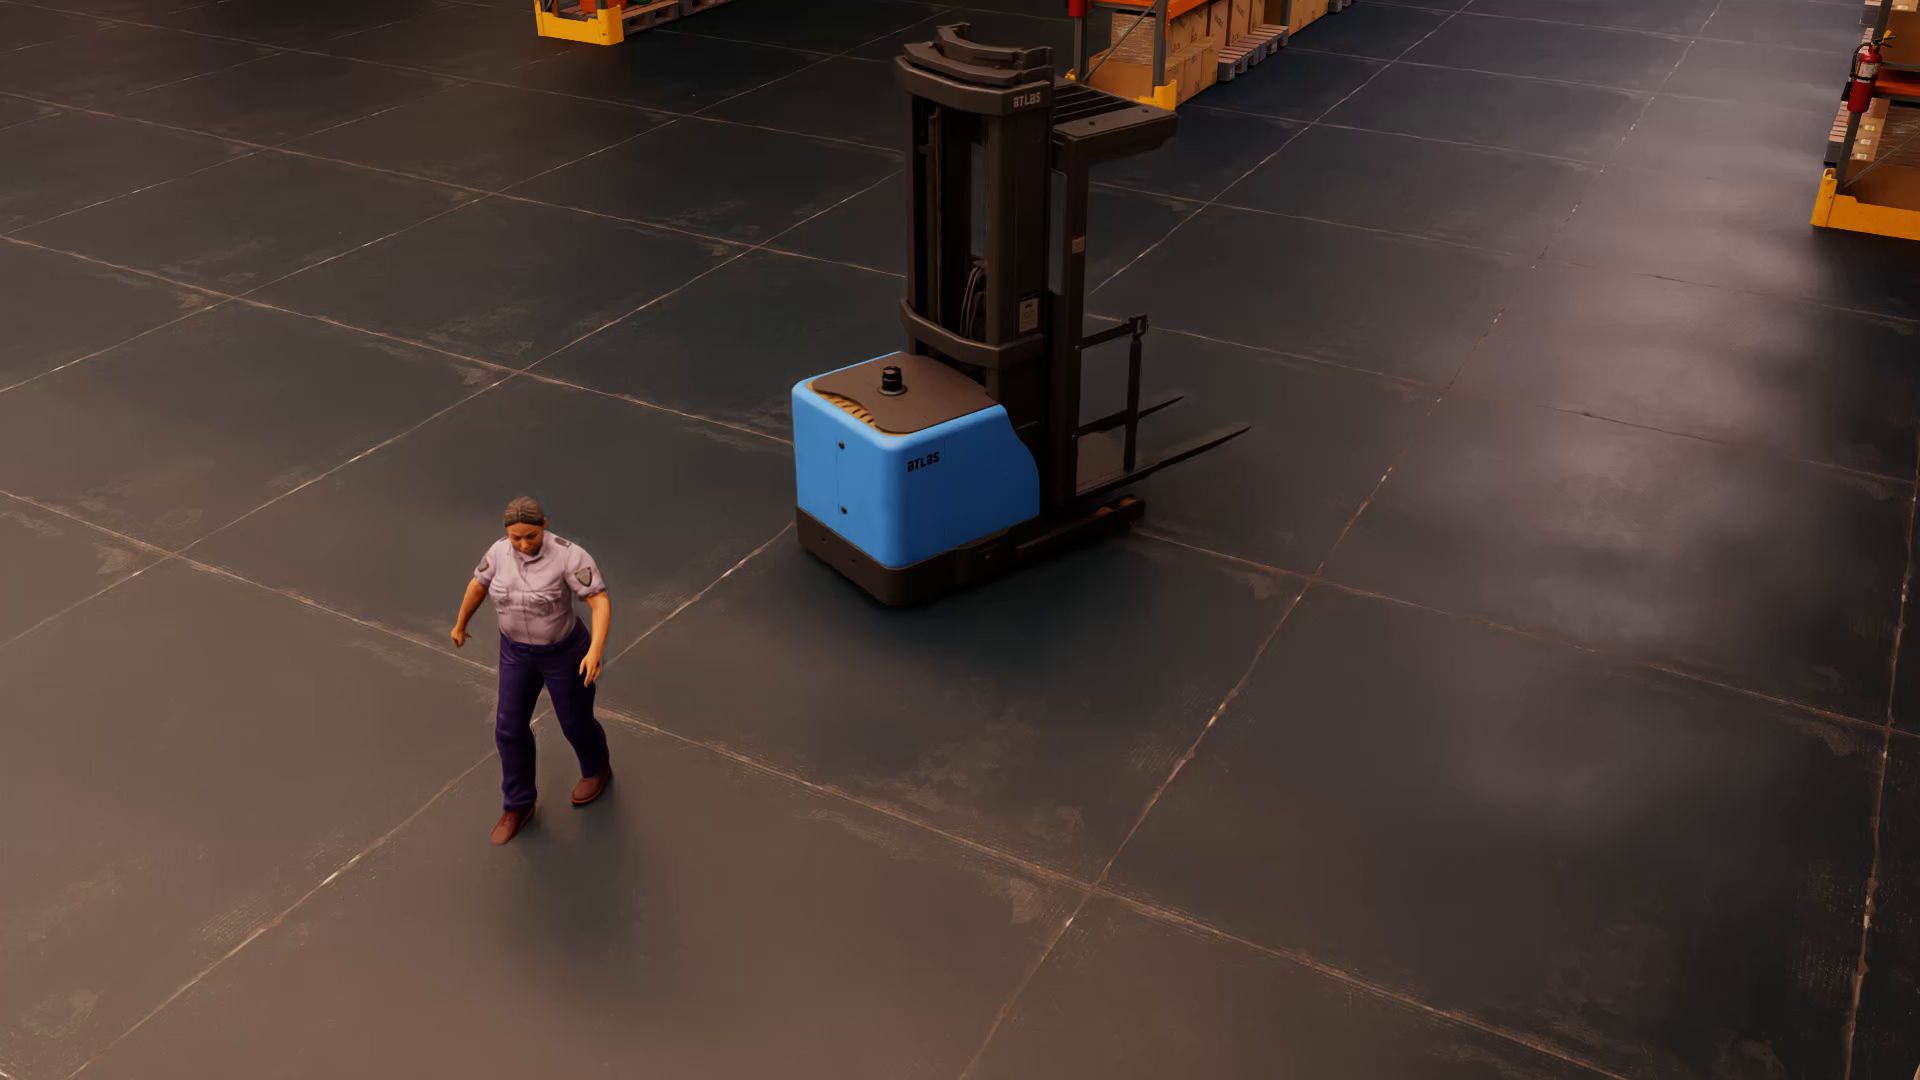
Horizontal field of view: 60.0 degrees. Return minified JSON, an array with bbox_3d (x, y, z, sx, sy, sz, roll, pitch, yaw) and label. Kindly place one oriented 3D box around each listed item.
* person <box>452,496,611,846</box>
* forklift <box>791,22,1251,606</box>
[{"bbox_3d":[-1.920,0.571,7.437,0.926,1.655,0.665,8,31,13],"label":"person"},{"bbox_3d":[0.504,-1.489,9.651,3.031,2.935,1.130,-21,36,-32],"label":"forklift"}]
